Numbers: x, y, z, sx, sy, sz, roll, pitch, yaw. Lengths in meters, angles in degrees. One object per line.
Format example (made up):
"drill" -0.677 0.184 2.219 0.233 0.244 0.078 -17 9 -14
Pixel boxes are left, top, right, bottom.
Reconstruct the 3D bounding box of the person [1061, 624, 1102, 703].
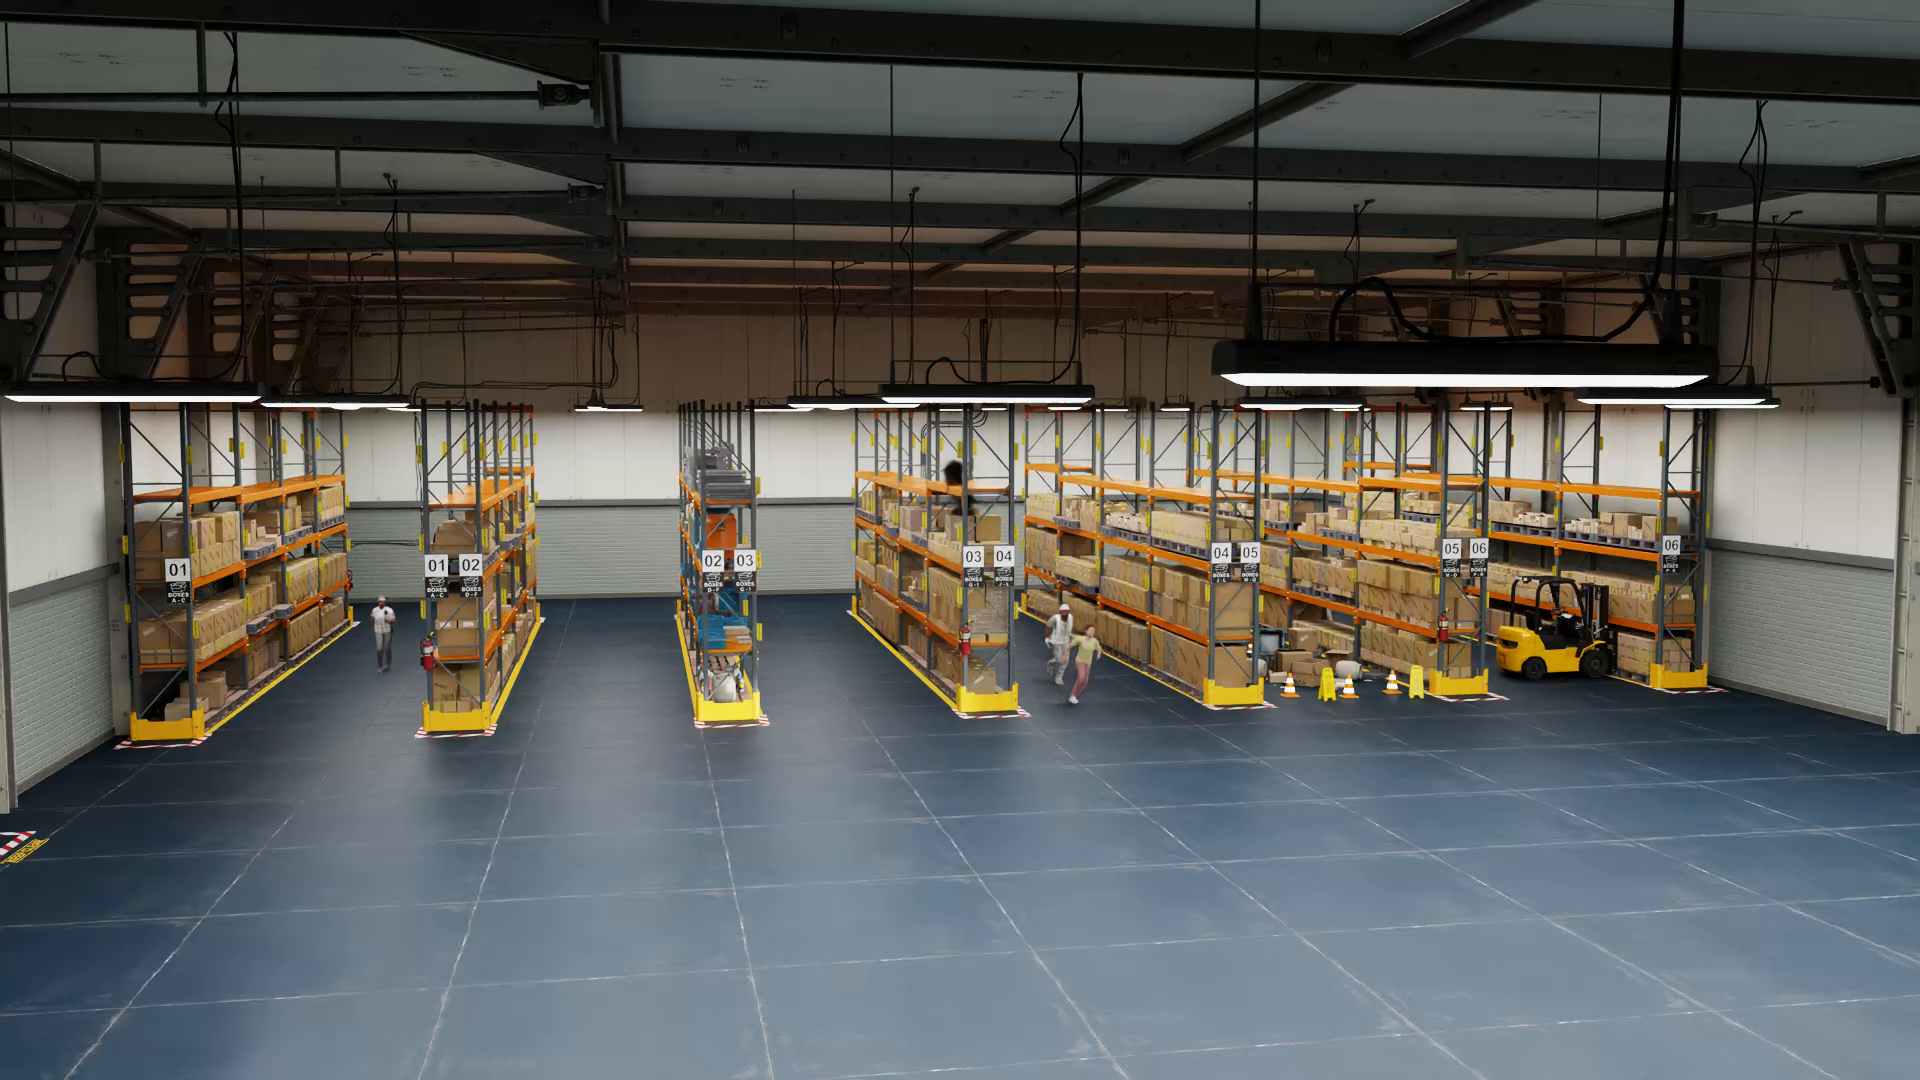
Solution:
"person" 2.479 2.457 32.975 0.749 1.566 0.615 -2 5 -28

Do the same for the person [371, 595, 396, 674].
"person" -12.830 2.081 36.993 0.581 1.737 0.745 -1 4 -10

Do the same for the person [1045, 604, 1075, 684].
"person" 2.130 2.198 35.470 0.666 1.711 0.735 -3 5 -32

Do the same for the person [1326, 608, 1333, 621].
"person" 9.905 1.471 45.148 0.631 1.702 0.839 -2 5 -21
